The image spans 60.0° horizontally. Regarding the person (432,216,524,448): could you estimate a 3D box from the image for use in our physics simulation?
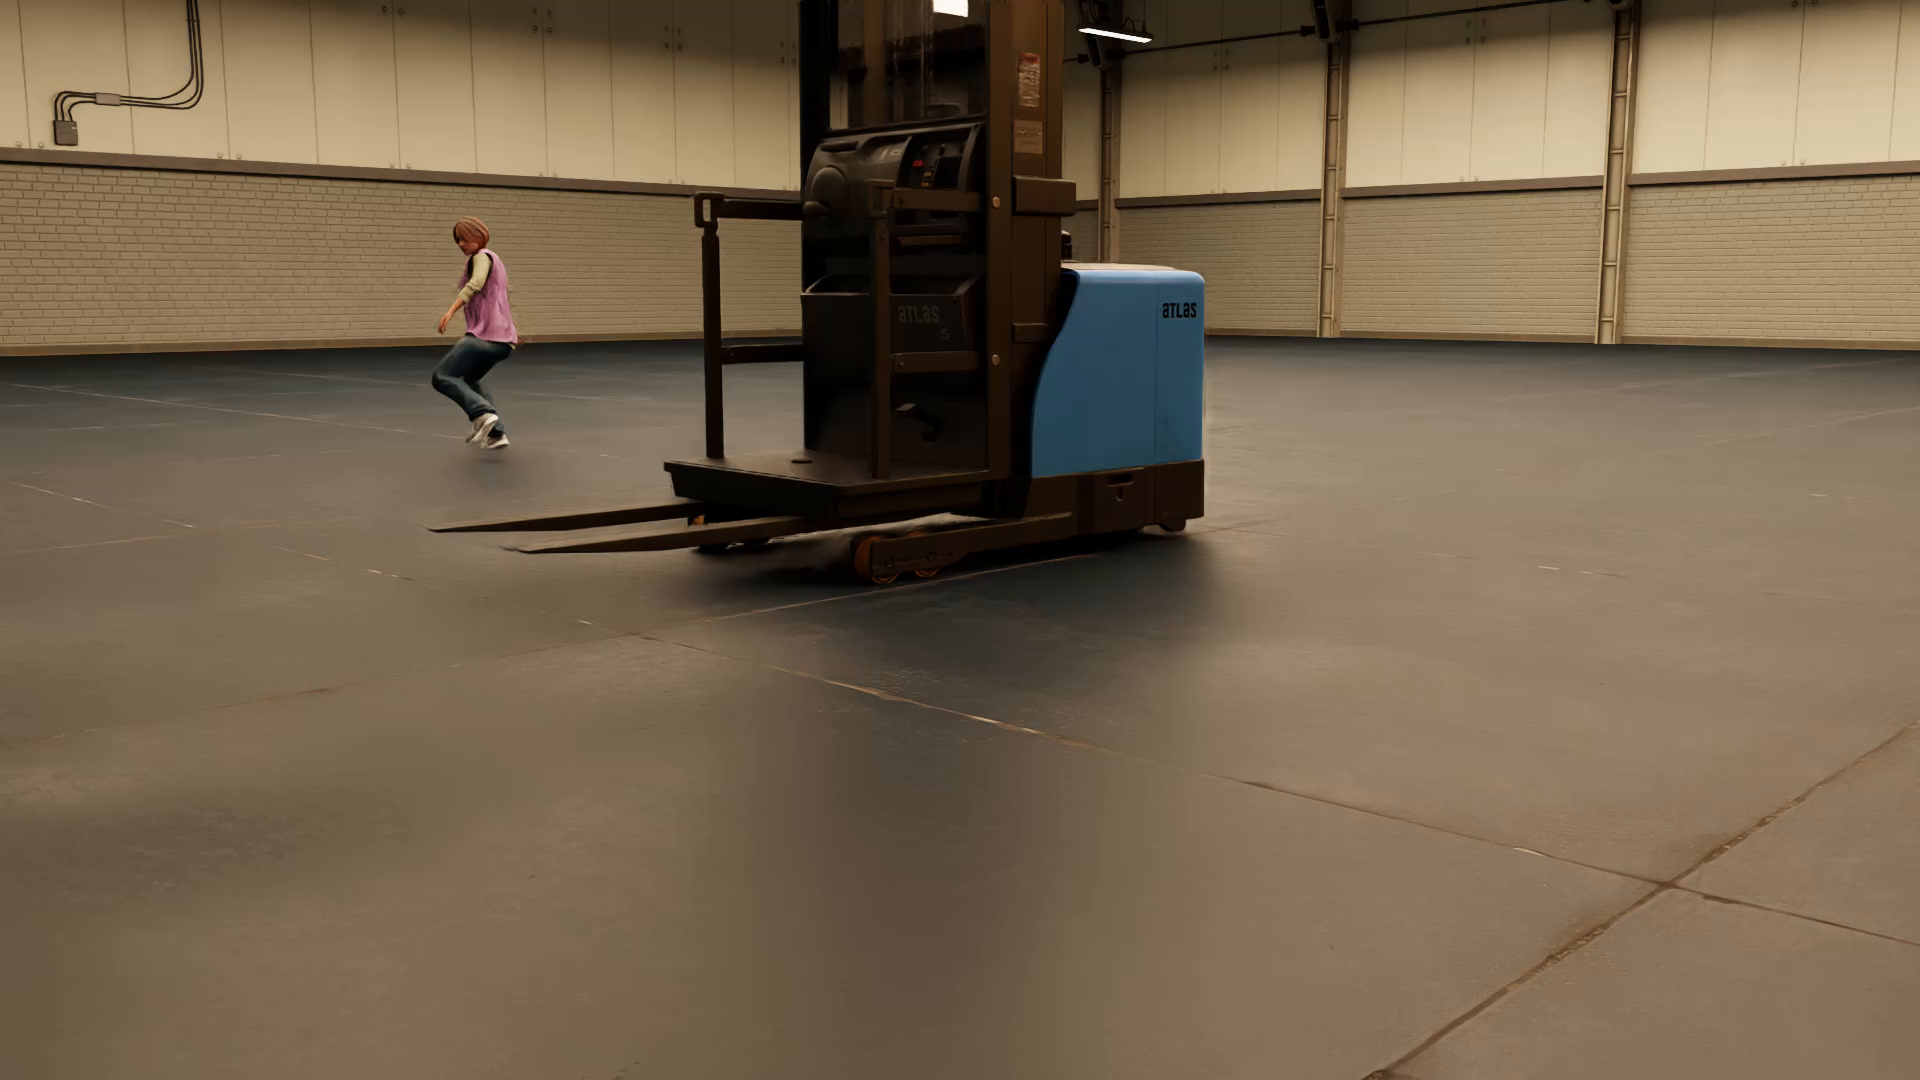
[{"bbox_3d":[-2.947,-1.255,10.314,0.468,1.475,0.982,1,9,6],"label":"person"}]

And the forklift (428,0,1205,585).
[{"bbox_3d":[-0.413,-1.383,6.056,3.031,2.935,1.130,-8,12,-42],"label":"forklift"}]
